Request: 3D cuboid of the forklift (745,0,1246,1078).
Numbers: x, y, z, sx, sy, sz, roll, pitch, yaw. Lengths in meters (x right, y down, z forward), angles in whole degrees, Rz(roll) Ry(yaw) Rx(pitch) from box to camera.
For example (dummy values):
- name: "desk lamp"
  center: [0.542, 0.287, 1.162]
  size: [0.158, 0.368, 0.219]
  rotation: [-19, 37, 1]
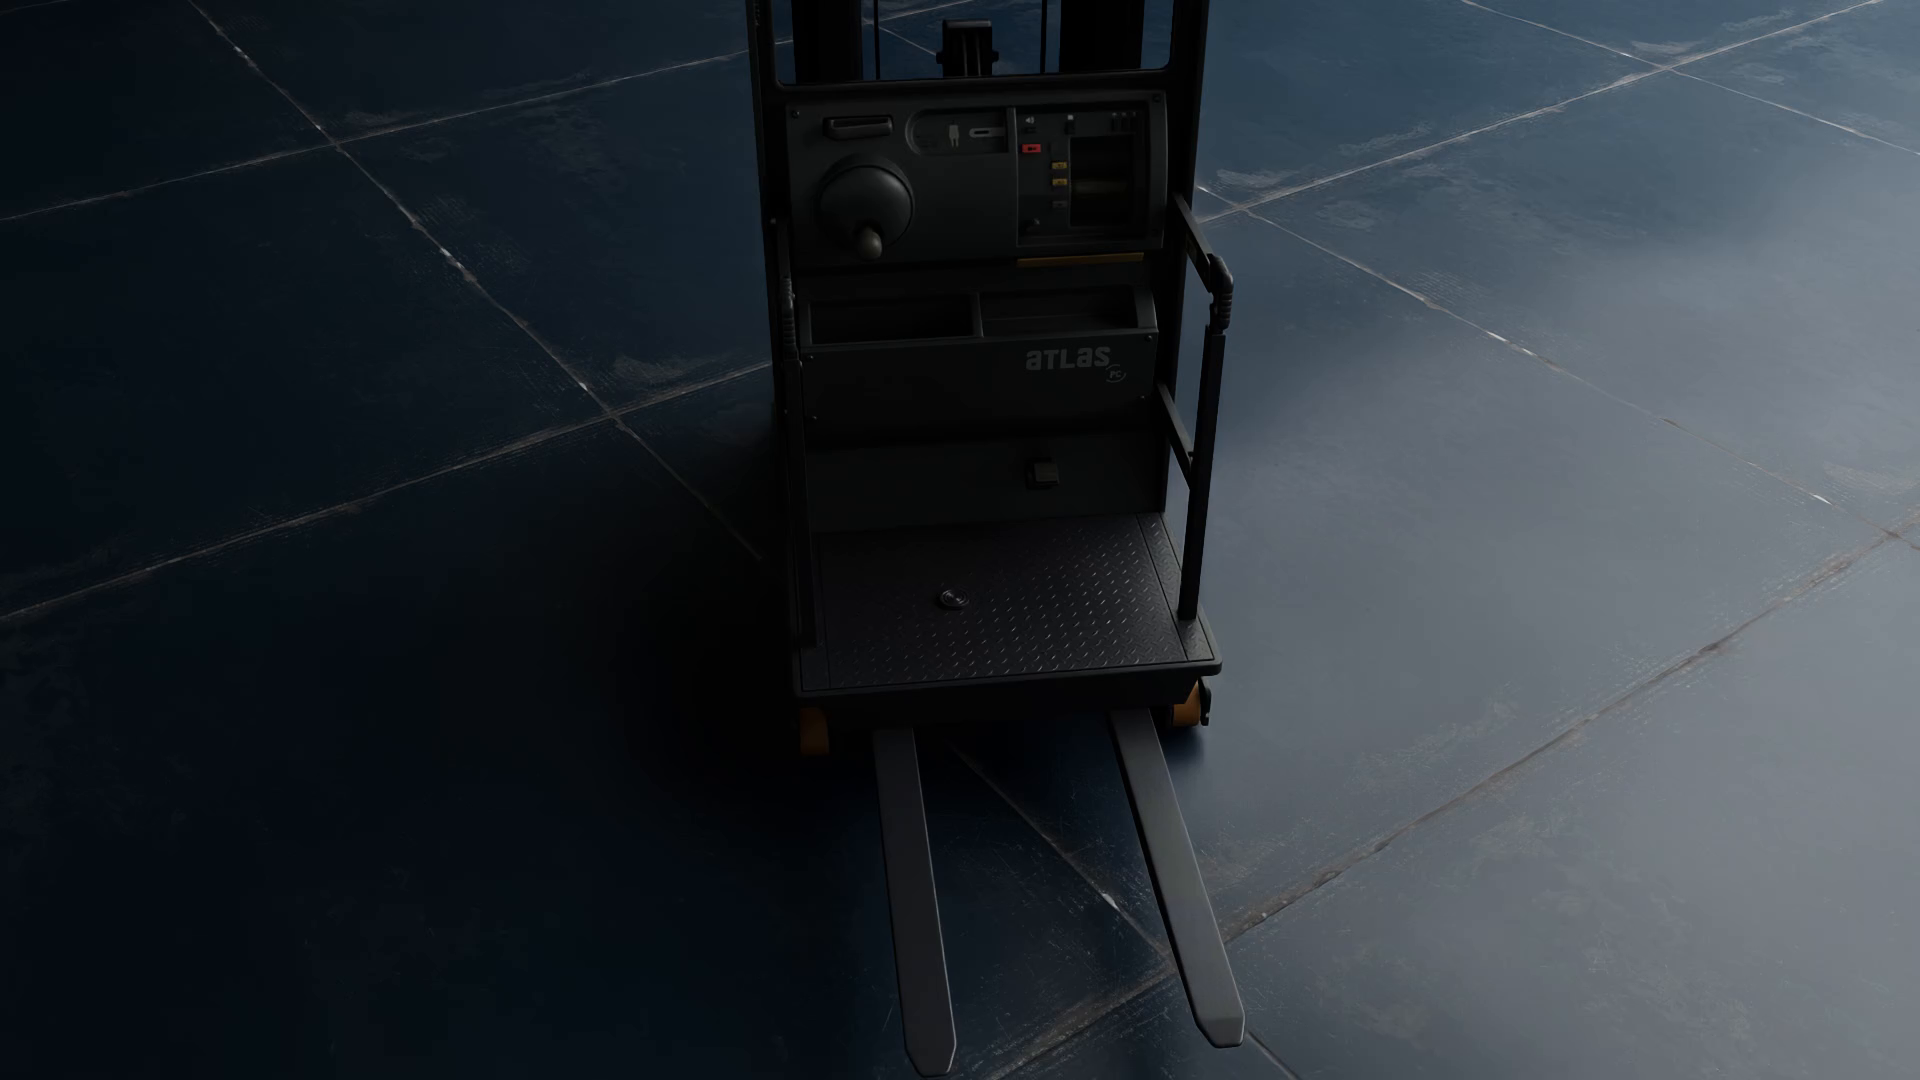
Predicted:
- name: "forklift"
  center: [0.073, -0.825, 3.887]
  size: [1.130, 2.935, 3.031]
  rotation: [-4, 36, -5]
